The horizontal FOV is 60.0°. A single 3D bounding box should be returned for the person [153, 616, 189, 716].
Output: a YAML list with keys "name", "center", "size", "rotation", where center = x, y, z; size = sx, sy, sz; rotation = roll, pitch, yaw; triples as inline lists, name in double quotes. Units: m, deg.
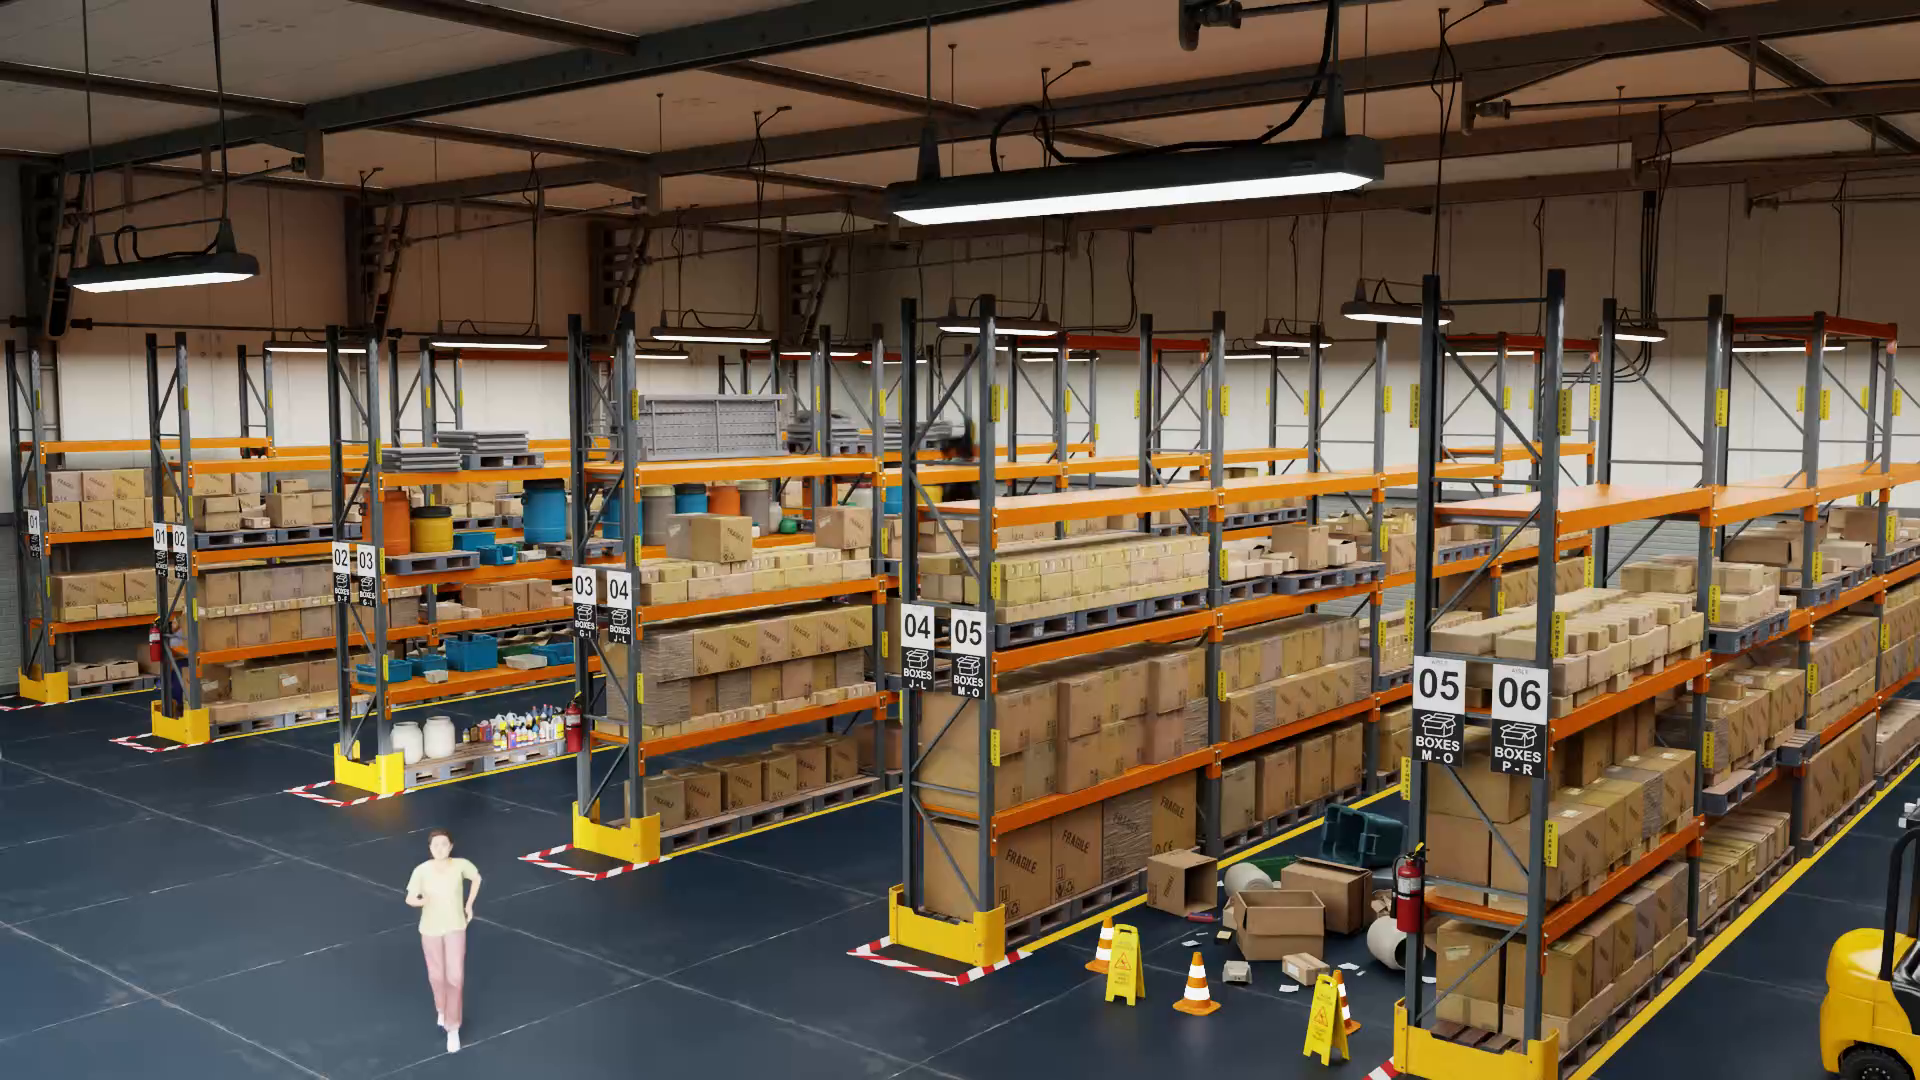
- name: "person"
  center: [-12.421, 1.994, 26.238]
  size: [0.592, 1.601, 0.588]
  rotation: [3, 6, 28]

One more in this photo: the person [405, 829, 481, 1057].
- name: "person"
  center: [-4.096, 3.138, 13.183]
  size: [0.562, 1.714, 0.728]
  rotation: [-1, 5, -12]
